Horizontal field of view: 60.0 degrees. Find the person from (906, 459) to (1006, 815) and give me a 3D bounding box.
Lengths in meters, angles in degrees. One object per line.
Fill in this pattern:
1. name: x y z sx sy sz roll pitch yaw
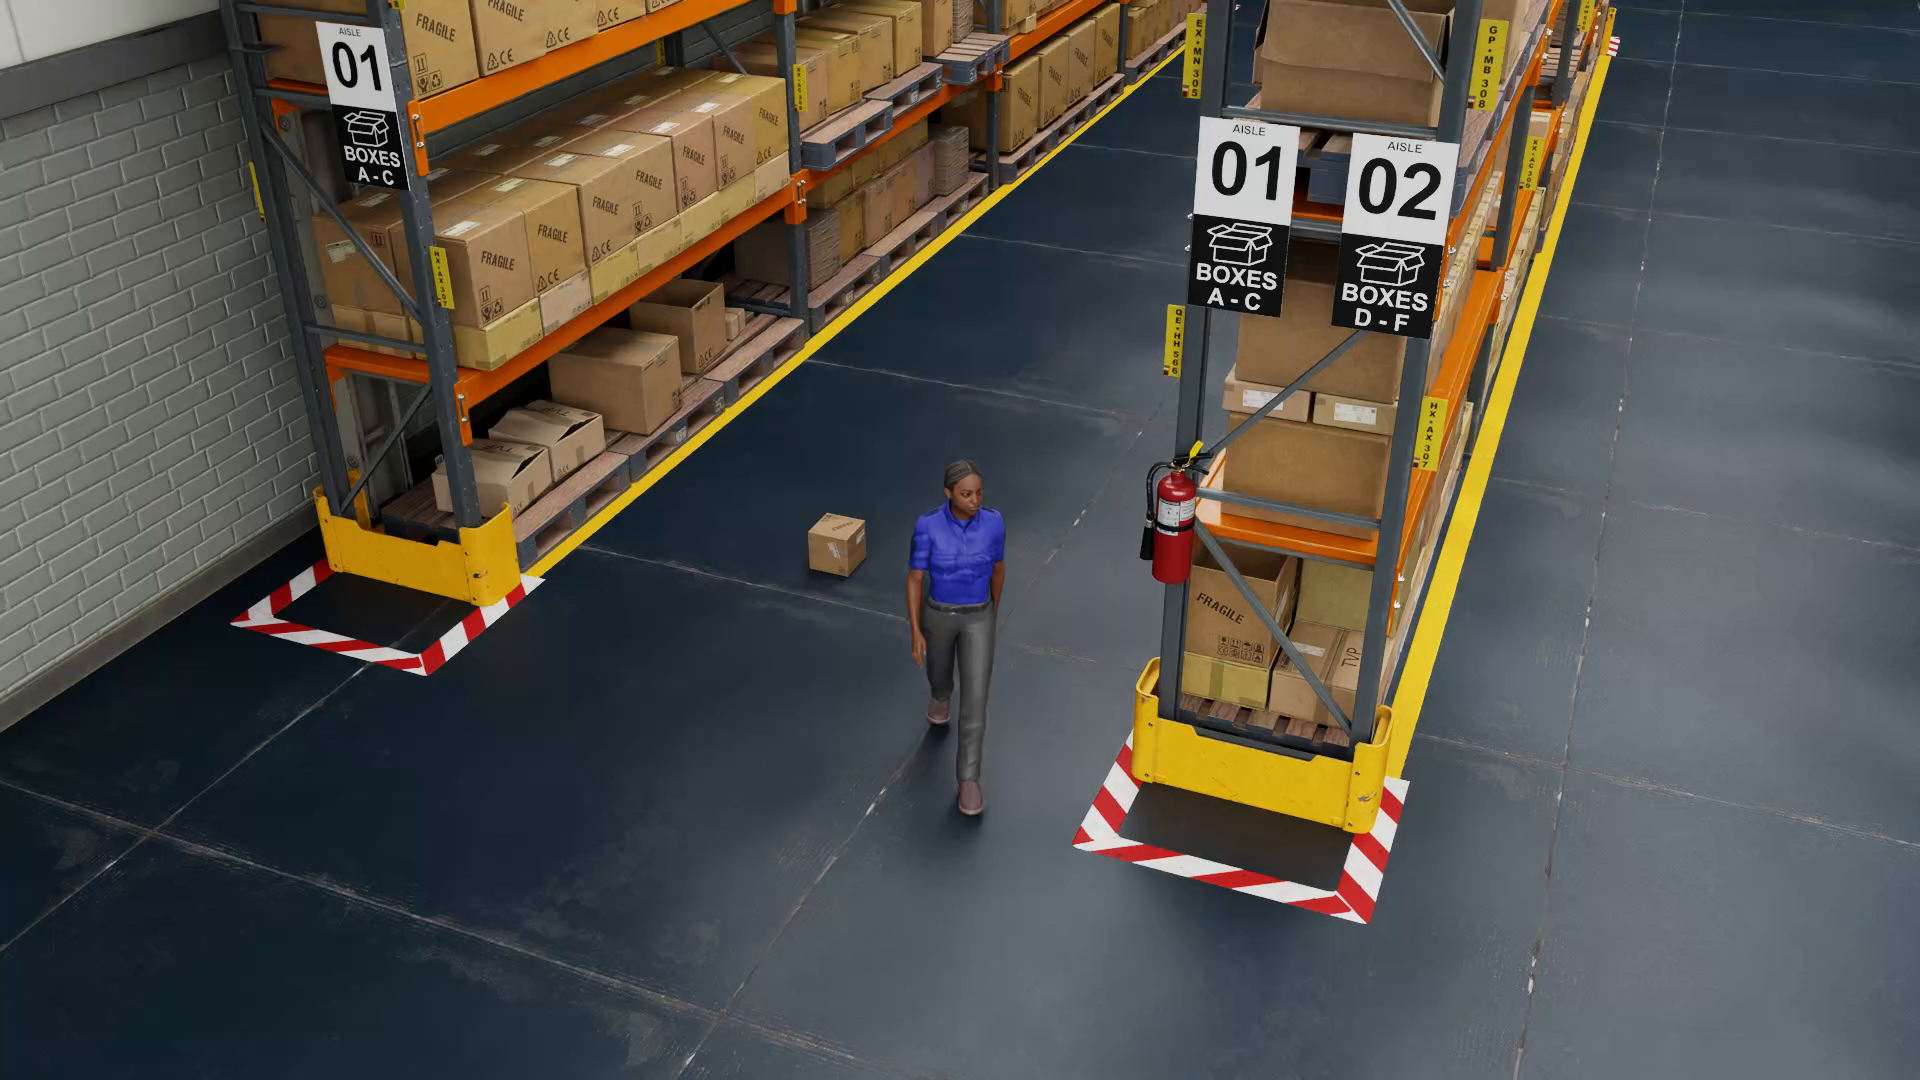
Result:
1. person: -0.017 0.369 7.745 0.467 1.606 0.973 -2 30 -3
